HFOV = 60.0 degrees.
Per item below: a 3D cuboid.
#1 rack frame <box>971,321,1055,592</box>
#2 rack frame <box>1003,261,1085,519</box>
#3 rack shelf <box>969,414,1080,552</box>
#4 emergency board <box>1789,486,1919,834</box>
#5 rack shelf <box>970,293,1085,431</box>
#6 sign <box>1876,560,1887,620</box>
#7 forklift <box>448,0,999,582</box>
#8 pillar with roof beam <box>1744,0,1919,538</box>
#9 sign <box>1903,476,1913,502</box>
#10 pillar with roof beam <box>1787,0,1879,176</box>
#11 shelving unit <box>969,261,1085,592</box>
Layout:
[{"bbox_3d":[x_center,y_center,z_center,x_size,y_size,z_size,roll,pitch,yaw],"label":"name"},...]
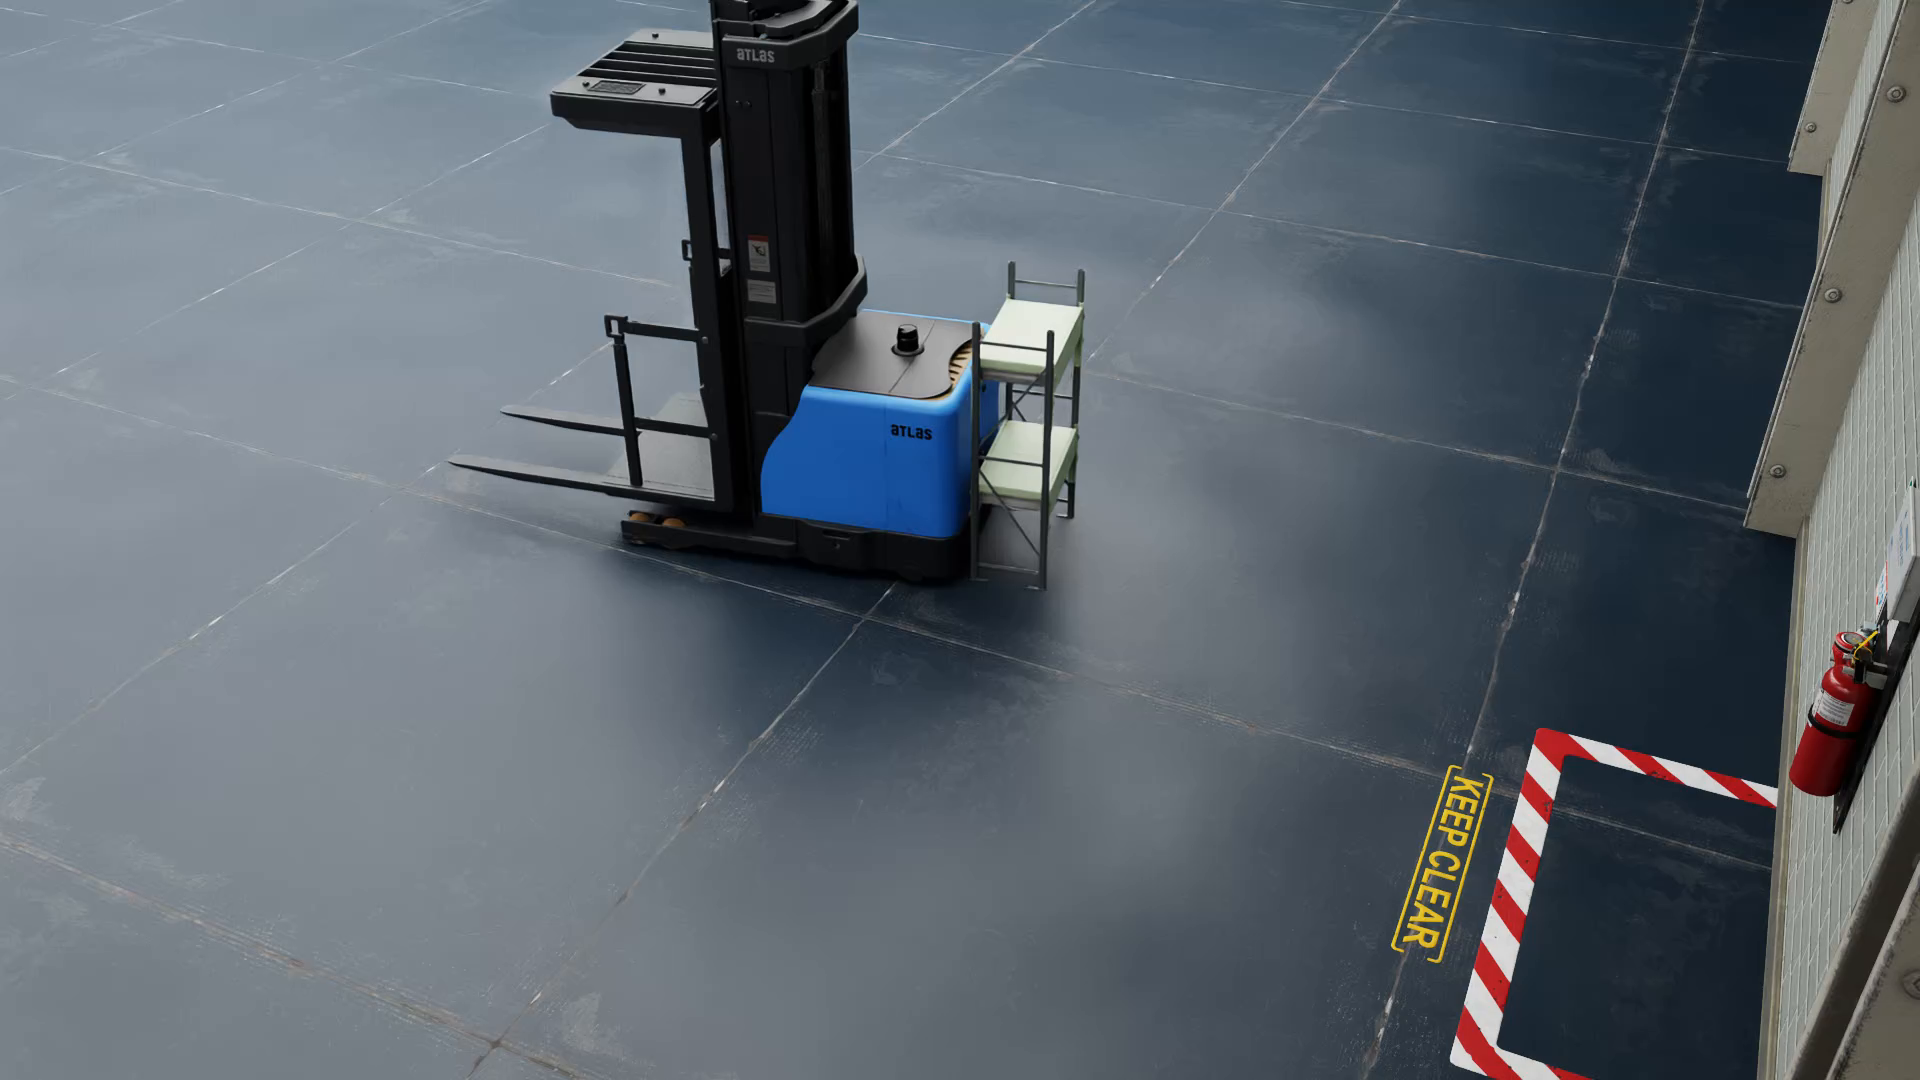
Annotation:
[{"bbox_3d":[0.253,-0.391,8.346,0.400,1.500,0.023,8,34,12],"label":"rack frame"},{"bbox_3d":[0.442,-0.779,8.937,0.400,1.500,0.023,8,34,12],"label":"rack frame"},{"bbox_3d":[0.347,-0.312,8.821,0.431,0.370,0.720,8,34,12],"label":"rack shelf"},{"bbox_3d":[3.130,0.376,5.809,0.194,1.169,0.643,14,36,20],"label":"emergency board"},{"bbox_3d":[0.348,-0.911,8.428,0.431,0.370,0.720,8,34,12],"label":"rack shelf"},{"bbox_3d":[3.455,0.110,6.183,0.001,0.329,0.234,14,36,20],"label":"sign"},{"bbox_3d":[-1.348,-1.445,8.649,3.031,2.935,1.130,8,34,12],"label":"forklift"},{"bbox_3d":[0.661,-4.886,8.364,9.100,9.000,0.400,14,36,20],"label":"pillar with roof beam"},{"bbox_3d":[3.445,-0.112,6.037,0.001,0.109,0.331,14,36,20],"label":"sign"},{"bbox_3d":[3.172,-7.875,12.921,9.100,9.000,0.400,14,36,20],"label":"pillar with roof beam"},{"bbox_3d":[0.348,-0.585,8.642,0.431,1.500,0.755,8,34,12],"label":"shelving unit"}]
